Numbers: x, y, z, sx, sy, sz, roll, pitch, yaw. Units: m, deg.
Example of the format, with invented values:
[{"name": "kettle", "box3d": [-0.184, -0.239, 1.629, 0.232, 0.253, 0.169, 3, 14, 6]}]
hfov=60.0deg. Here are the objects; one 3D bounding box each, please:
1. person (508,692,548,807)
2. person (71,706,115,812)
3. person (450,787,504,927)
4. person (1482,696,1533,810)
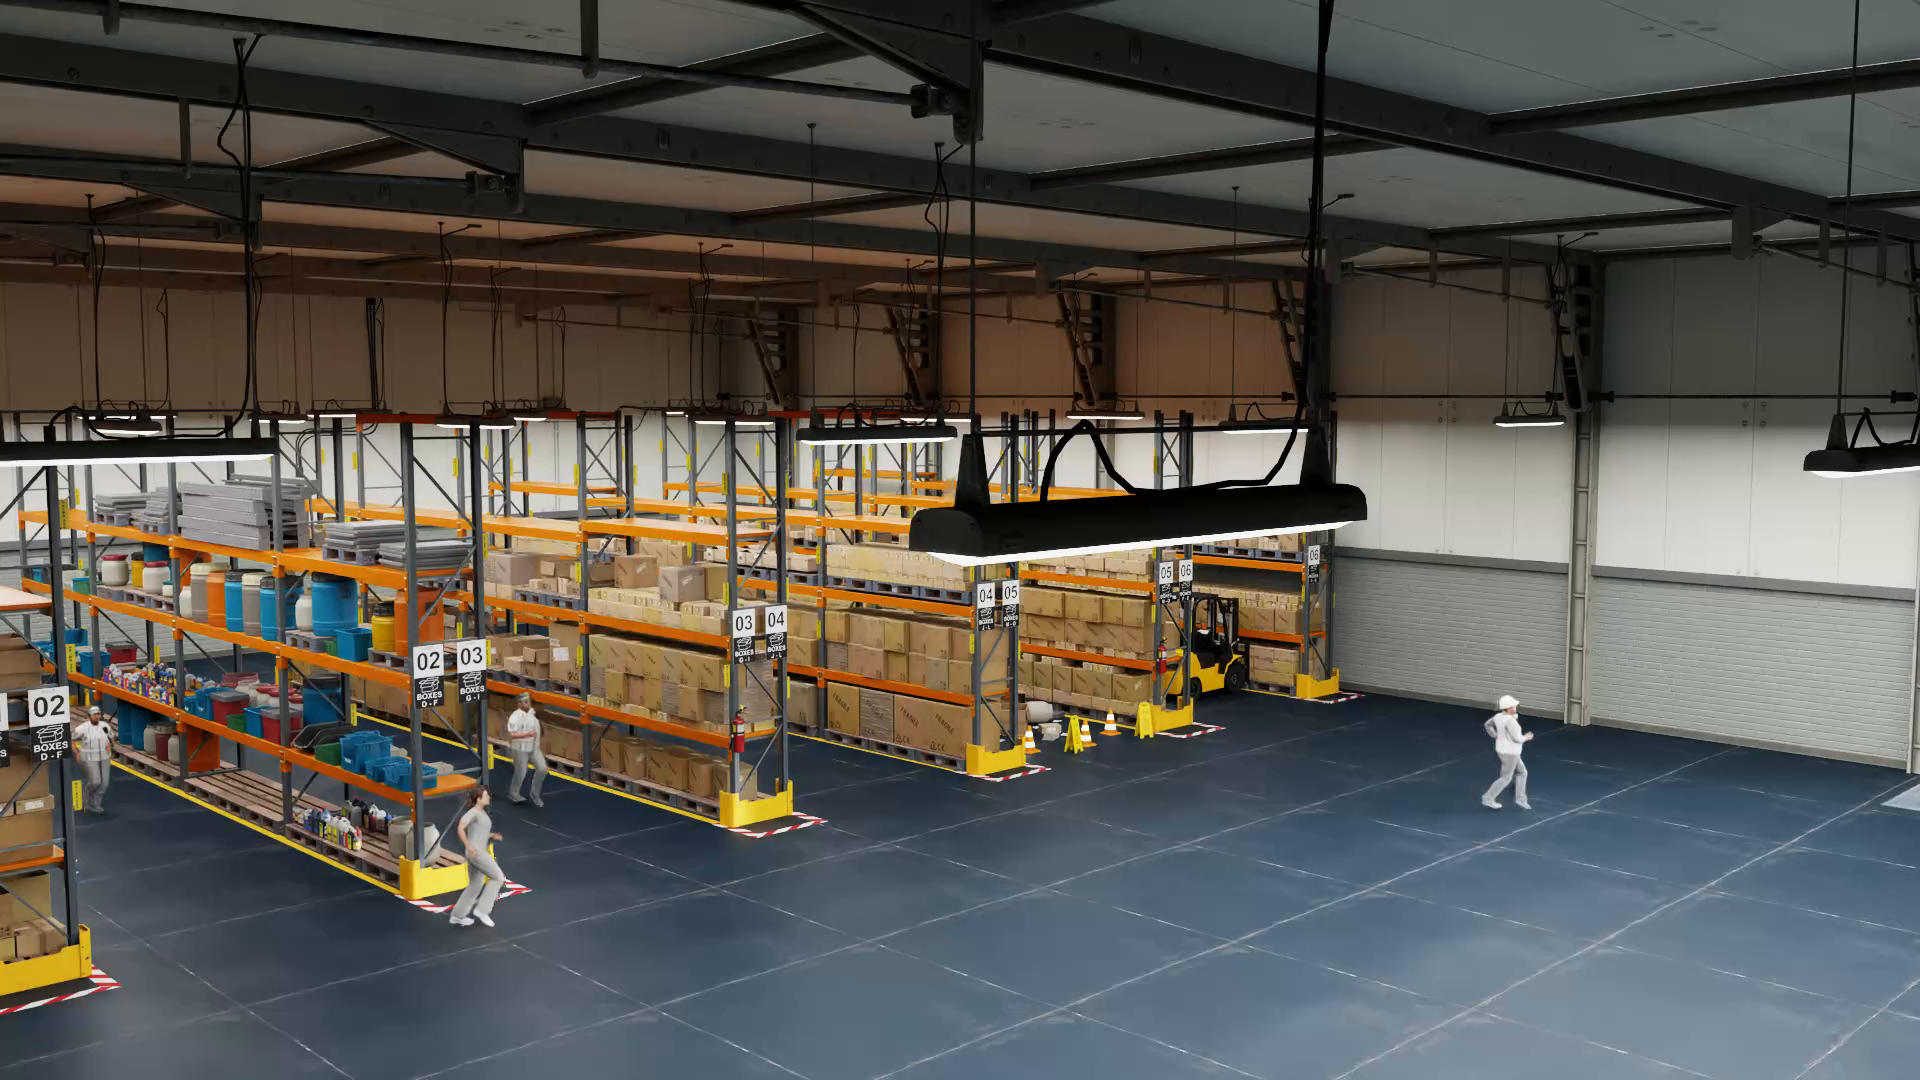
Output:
[{"name": "person", "box3d": [-6.678, 3.241, 25.624, 0.767, 1.839, 0.638, 4, 6, 37]}, {"name": "person", "box3d": [-13.057, 3.330, 25.151, 0.570, 1.629, 0.592, 4, 6, 39]}, {"name": "person", "box3d": [-5.816, 3.789, 20.011, 0.637, 1.620, 0.635, -1, 5, -11]}, {"name": "person", "box3d": [8.363, 3.264, 25.362, 0.822, 1.809, 0.661, 0, 5, 1]}]
